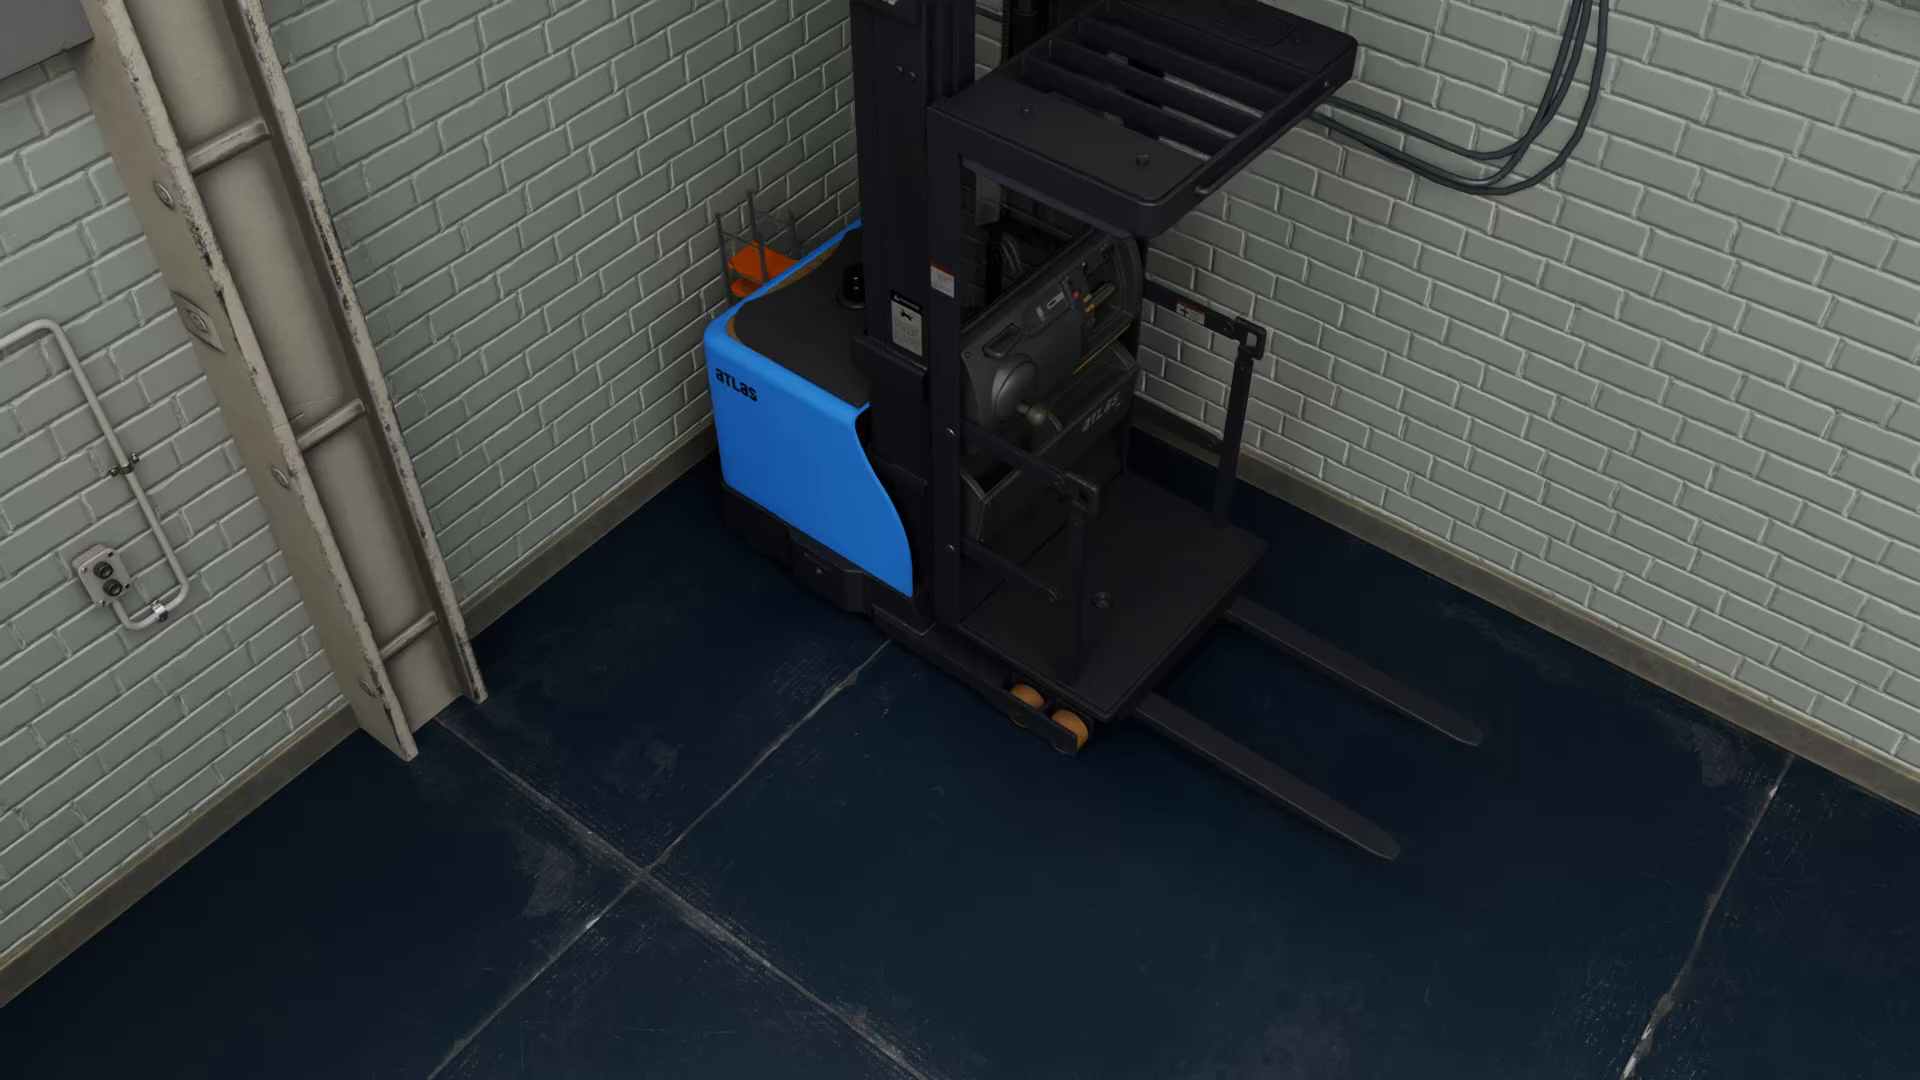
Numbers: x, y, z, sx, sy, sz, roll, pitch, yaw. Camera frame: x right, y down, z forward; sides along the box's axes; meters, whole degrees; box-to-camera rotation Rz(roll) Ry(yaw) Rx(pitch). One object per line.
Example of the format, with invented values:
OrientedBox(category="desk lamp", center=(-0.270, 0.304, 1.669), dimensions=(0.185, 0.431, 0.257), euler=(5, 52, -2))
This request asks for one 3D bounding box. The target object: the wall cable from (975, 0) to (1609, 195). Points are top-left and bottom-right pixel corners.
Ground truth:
OrientedBox(category="wall cable", center=(0.736, -2.549, 5.273), dimensions=(3.097, 2.526, 0.112), euler=(29, 53, 25))

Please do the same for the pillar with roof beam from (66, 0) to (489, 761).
OrientedBox(category="pillar with roof beam", center=(1.368, -0.567, 1.233), dimensions=(9.100, 9.000, 0.400), euler=(29, 53, 25))

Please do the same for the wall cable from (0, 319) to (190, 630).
OrientedBox(category="wall cable", center=(-2.970, 0.028, 4.111), dimensions=(0.084, 1.984, 1.851), euler=(29, 53, 25))

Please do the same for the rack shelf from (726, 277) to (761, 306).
OrientedBox(category="rack shelf", center=(-0.792, -0.994, 6.759), dimensions=(0.258, 0.103, 0.180), euler=(28, 52, 26))

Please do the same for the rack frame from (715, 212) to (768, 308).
OrientedBox(category="rack frame", center=(-0.843, -0.804, 6.848), dimensions=(0.240, 1.200, 0.006), euler=(28, 52, 26))

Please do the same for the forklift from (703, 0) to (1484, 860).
OrientedBox(category="forklift", center=(0.487, -0.660, 5.518), dimensions=(3.031, 2.935, 1.130), euler=(30, 53, 26))

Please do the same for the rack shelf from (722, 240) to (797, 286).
OrientedBox(category="rack shelf", center=(-0.795, -1.079, 6.674), dimensions=(0.258, 0.103, 0.180), euler=(28, 52, 26))

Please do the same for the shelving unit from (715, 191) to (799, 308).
OrientedBox(category="shelving unit", center=(-0.787, -0.857, 6.898), dimensions=(0.258, 1.200, 0.189), euler=(28, 52, 26))

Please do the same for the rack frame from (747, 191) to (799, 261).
OrientedBox(category="rack frame", center=(-0.732, -0.909, 6.948), dimensions=(0.240, 1.200, 0.006), euler=(28, 52, 26))
